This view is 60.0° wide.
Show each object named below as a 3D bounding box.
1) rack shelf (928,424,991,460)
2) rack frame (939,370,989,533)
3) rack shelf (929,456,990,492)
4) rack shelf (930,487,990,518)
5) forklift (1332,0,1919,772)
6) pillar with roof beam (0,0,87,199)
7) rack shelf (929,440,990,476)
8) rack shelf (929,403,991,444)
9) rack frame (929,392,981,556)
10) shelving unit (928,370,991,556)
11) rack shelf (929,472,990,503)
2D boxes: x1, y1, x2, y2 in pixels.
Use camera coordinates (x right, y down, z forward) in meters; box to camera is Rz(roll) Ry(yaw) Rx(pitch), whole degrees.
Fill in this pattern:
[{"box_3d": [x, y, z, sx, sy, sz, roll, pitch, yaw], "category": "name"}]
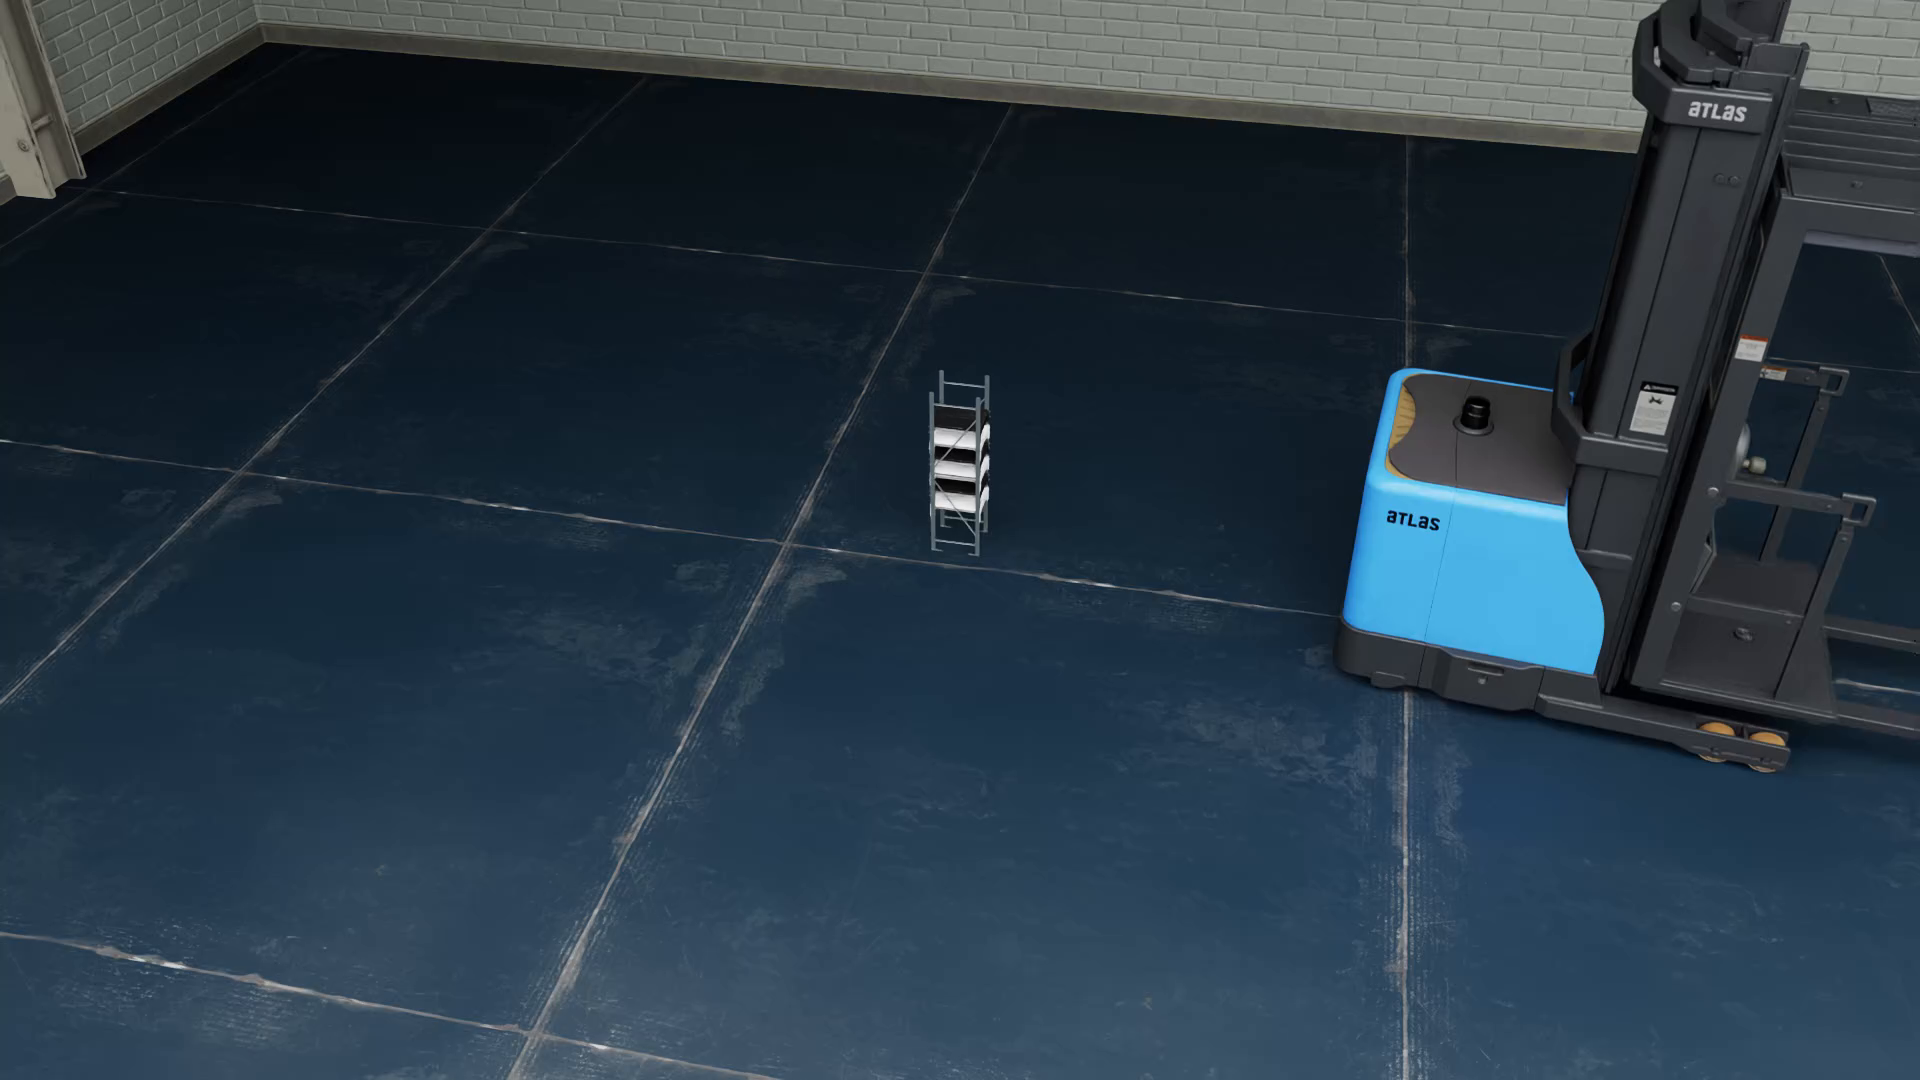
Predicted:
[{"box_3d": [-0.002, -0.478, 7.893, 0.258, 0.077, 0.200, 7, 37, 10], "category": "rack shelf"}, {"box_3d": [0.020, -0.418, 8.060, 0.240, 0.900, 0.006, 7, 37, 10], "category": "rack frame"}, {"box_3d": [-0.002, -0.333, 7.999, 0.258, 0.077, 0.200, 7, 37, 10], "category": "rack shelf"}, {"box_3d": [-0.002, -0.187, 8.105, 0.258, 0.077, 0.200, 7, 37, 10], "category": "rack shelf"}, {"box_3d": [3.232, -0.573, 6.543, 3.031, 2.935, 1.130, 11, 37, 15], "category": "forklift"}, {"box_3d": [-2.187, -5.596, 8.304, 9.100, 9.000, 0.400, 7, 37, 10], "category": "pillar with roof beam"}, {"box_3d": [-0.002, -0.406, 7.946, 0.258, 0.077, 0.200, 7, 37, 10], "category": "rack shelf"}, {"box_3d": [-0.002, -0.551, 7.841, 0.258, 0.077, 0.200, 7, 37, 10], "category": "rack shelf"}, {"box_3d": [-0.023, -0.301, 7.899, 0.240, 0.900, 0.006, 7, 37, 10], "category": "rack frame"}, {"box_3d": [-0.002, -0.360, 7.980, 0.258, 0.900, 0.210, 7, 37, 10], "category": "shelving unit"}, {"box_3d": [-0.002, -0.260, 8.052, 0.258, 0.077, 0.200, 7, 37, 10], "category": "rack shelf"}]
